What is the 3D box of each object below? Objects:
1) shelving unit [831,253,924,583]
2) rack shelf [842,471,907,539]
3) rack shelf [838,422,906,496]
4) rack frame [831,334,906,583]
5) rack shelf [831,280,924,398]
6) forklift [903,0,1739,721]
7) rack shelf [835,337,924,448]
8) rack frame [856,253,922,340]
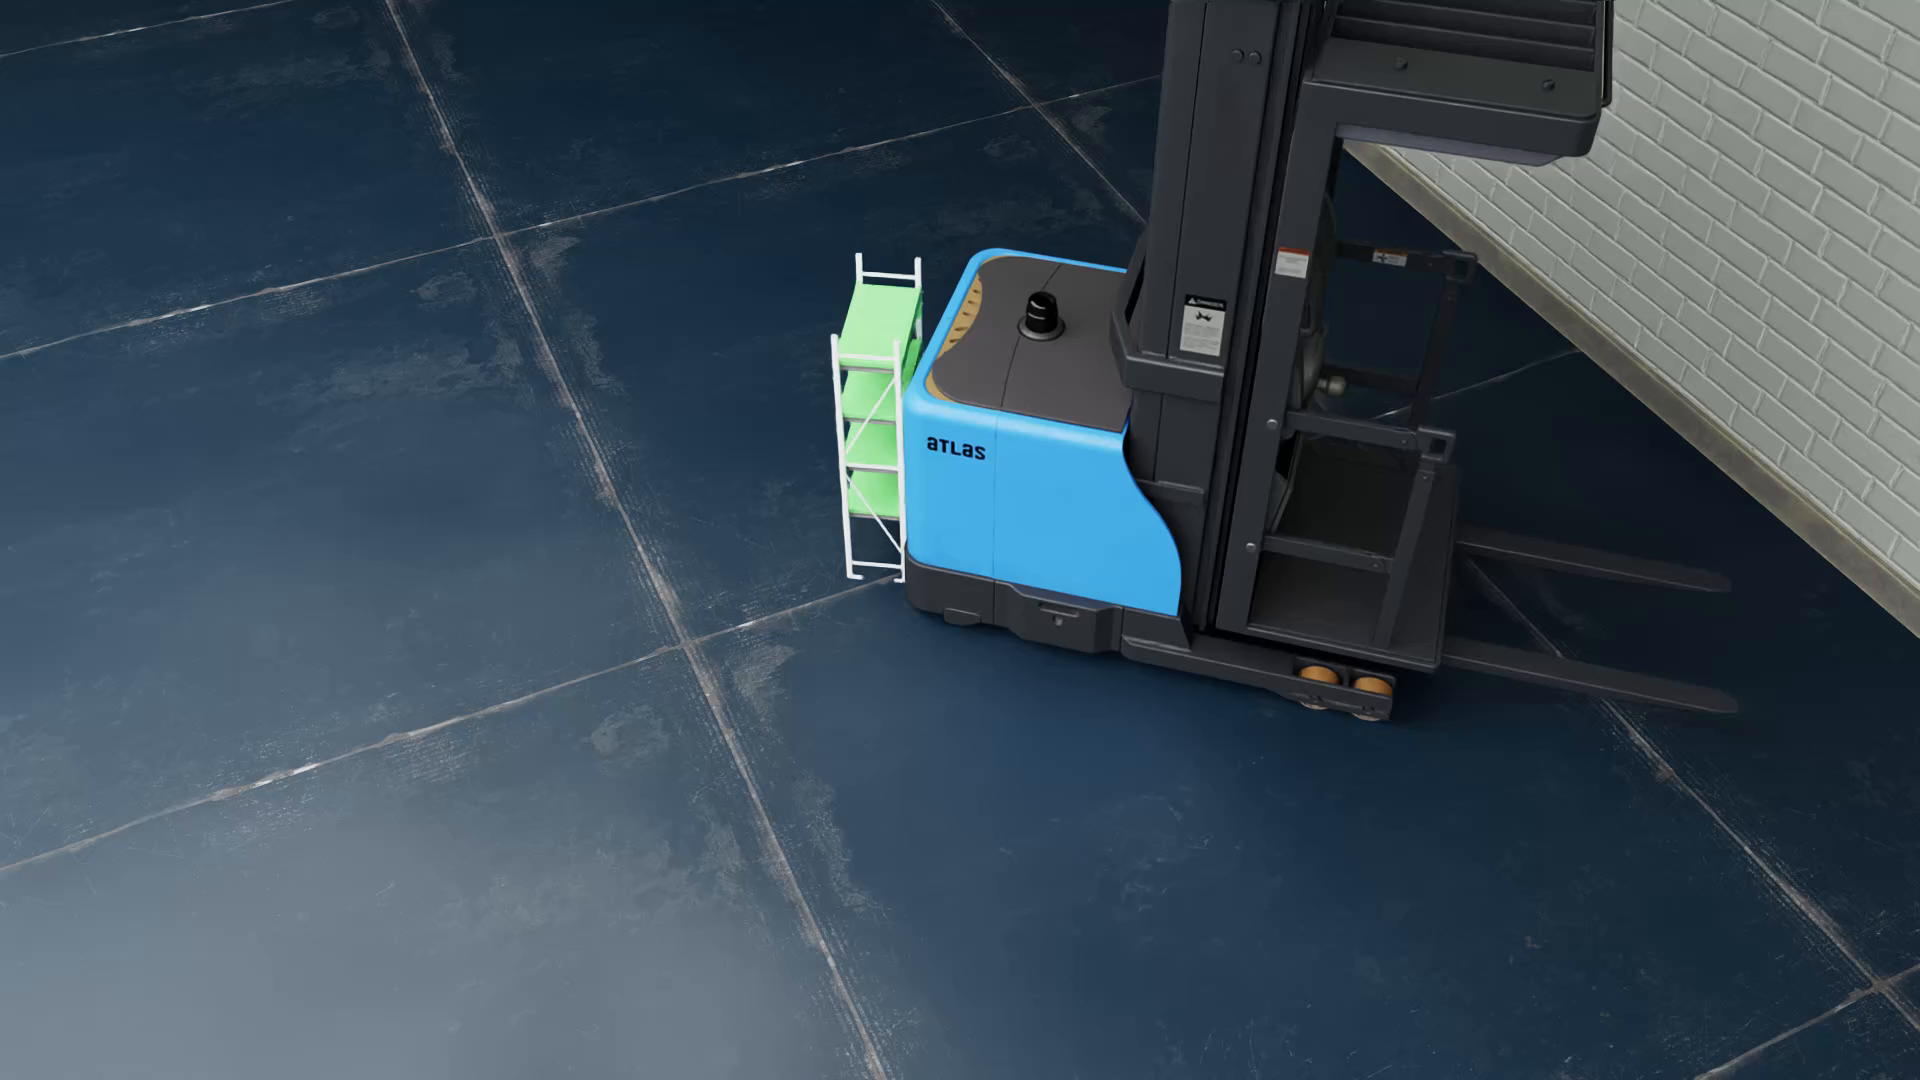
[{"bbox_3d":[-0.295,-0.441,6.343,0.258,1.200,0.503,5,45,5],"label":"shelving unit"},{"bbox_3d":[-0.295,-0.225,6.556,0.258,0.148,0.480,5,45,5],"label":"rack shelf"},{"bbox_3d":[-0.295,-0.395,6.387,0.258,0.148,0.480,5,45,5],"label":"rack shelf"},{"bbox_3d":[-0.327,-0.271,6.170,0.240,1.200,0.015,5,45,5],"label":"rack frame"},{"bbox_3d":[-0.295,-0.737,6.050,0.258,0.148,0.480,5,45,5],"label":"rack shelf"},{"bbox_3d":[1.363,-0.801,5.475,3.031,2.935,1.130,11,46,11],"label":"forklift"},{"bbox_3d":[-0.295,-0.566,6.219,0.258,0.148,0.480,5,45,5],"label":"rack shelf"},{"bbox_3d":[-0.263,-0.611,6.515,0.240,1.200,0.015,5,45,5],"label":"rack frame"}]
